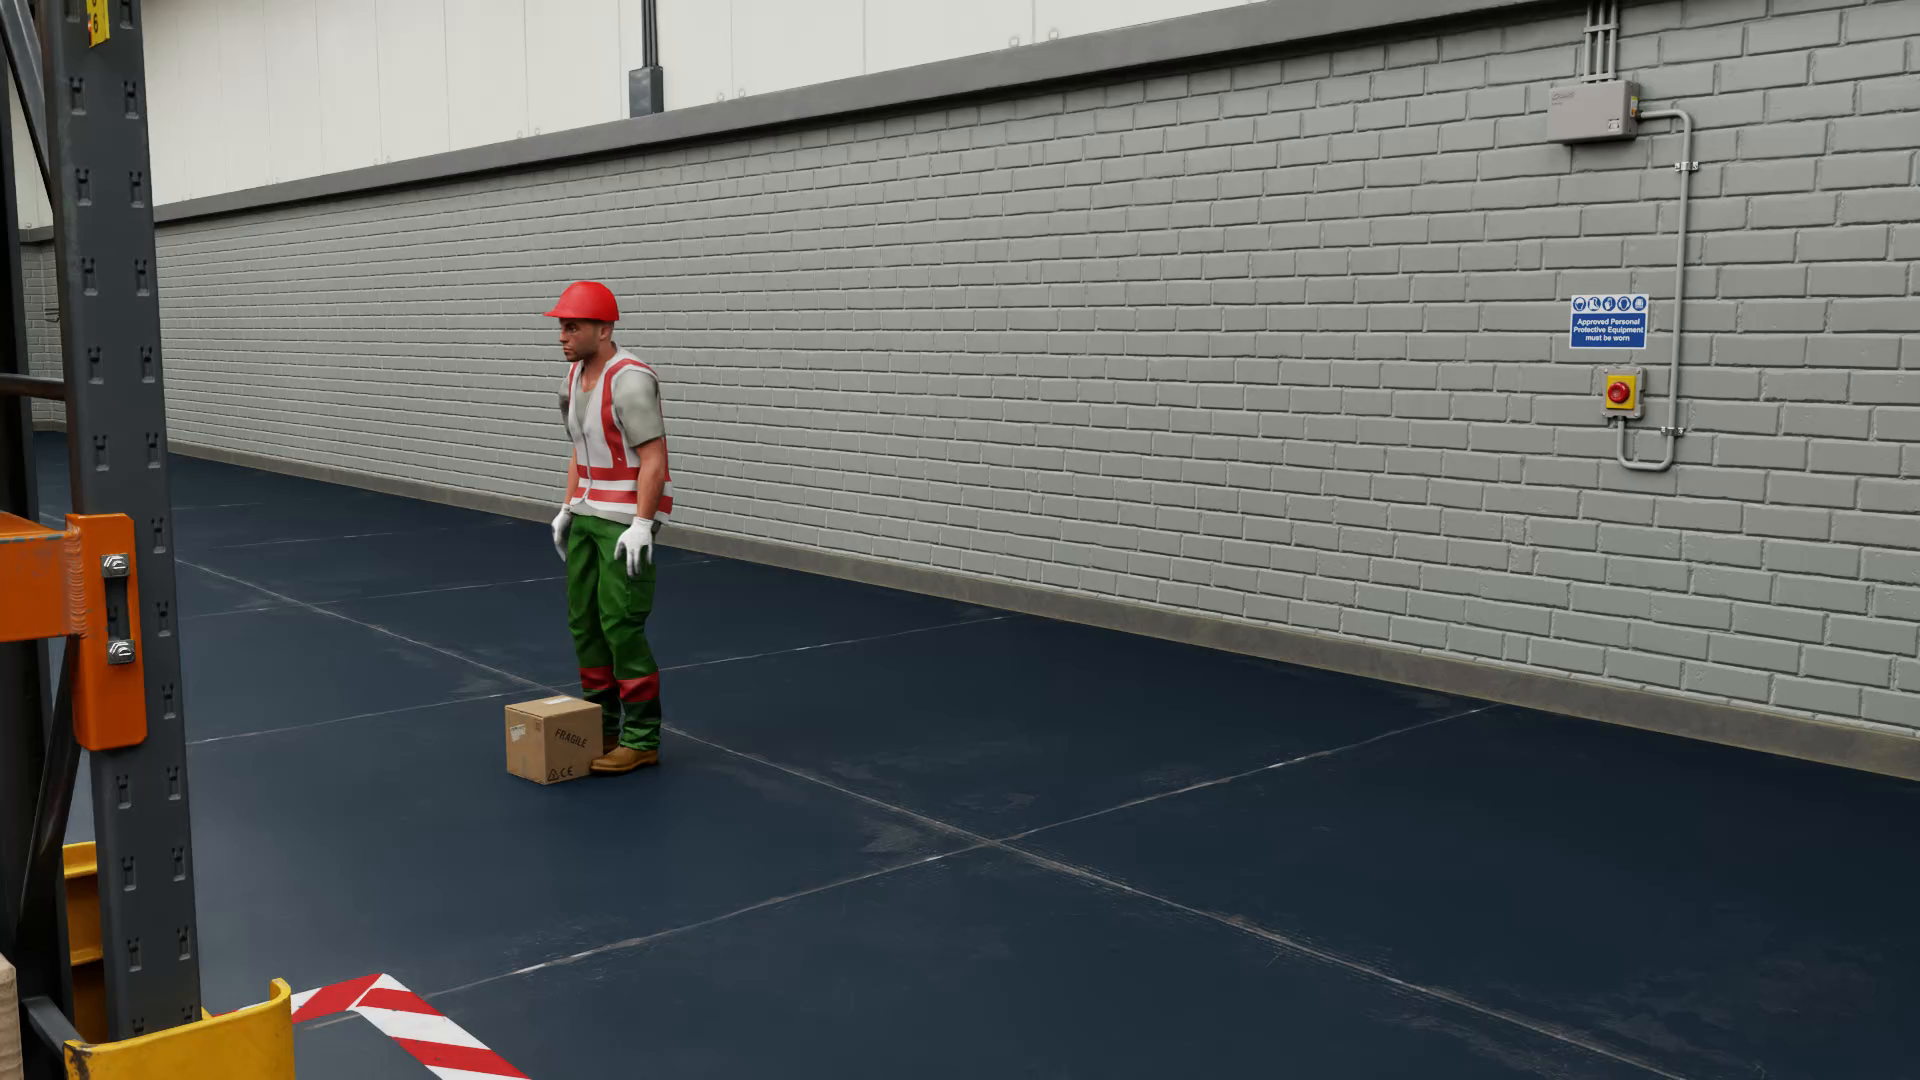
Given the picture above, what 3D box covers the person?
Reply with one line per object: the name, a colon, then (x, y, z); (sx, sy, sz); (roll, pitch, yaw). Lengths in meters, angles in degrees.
person: (-1.303, -0.049, 6.104); (0.455, 1.779, 0.611); (-6, 10, -41)
